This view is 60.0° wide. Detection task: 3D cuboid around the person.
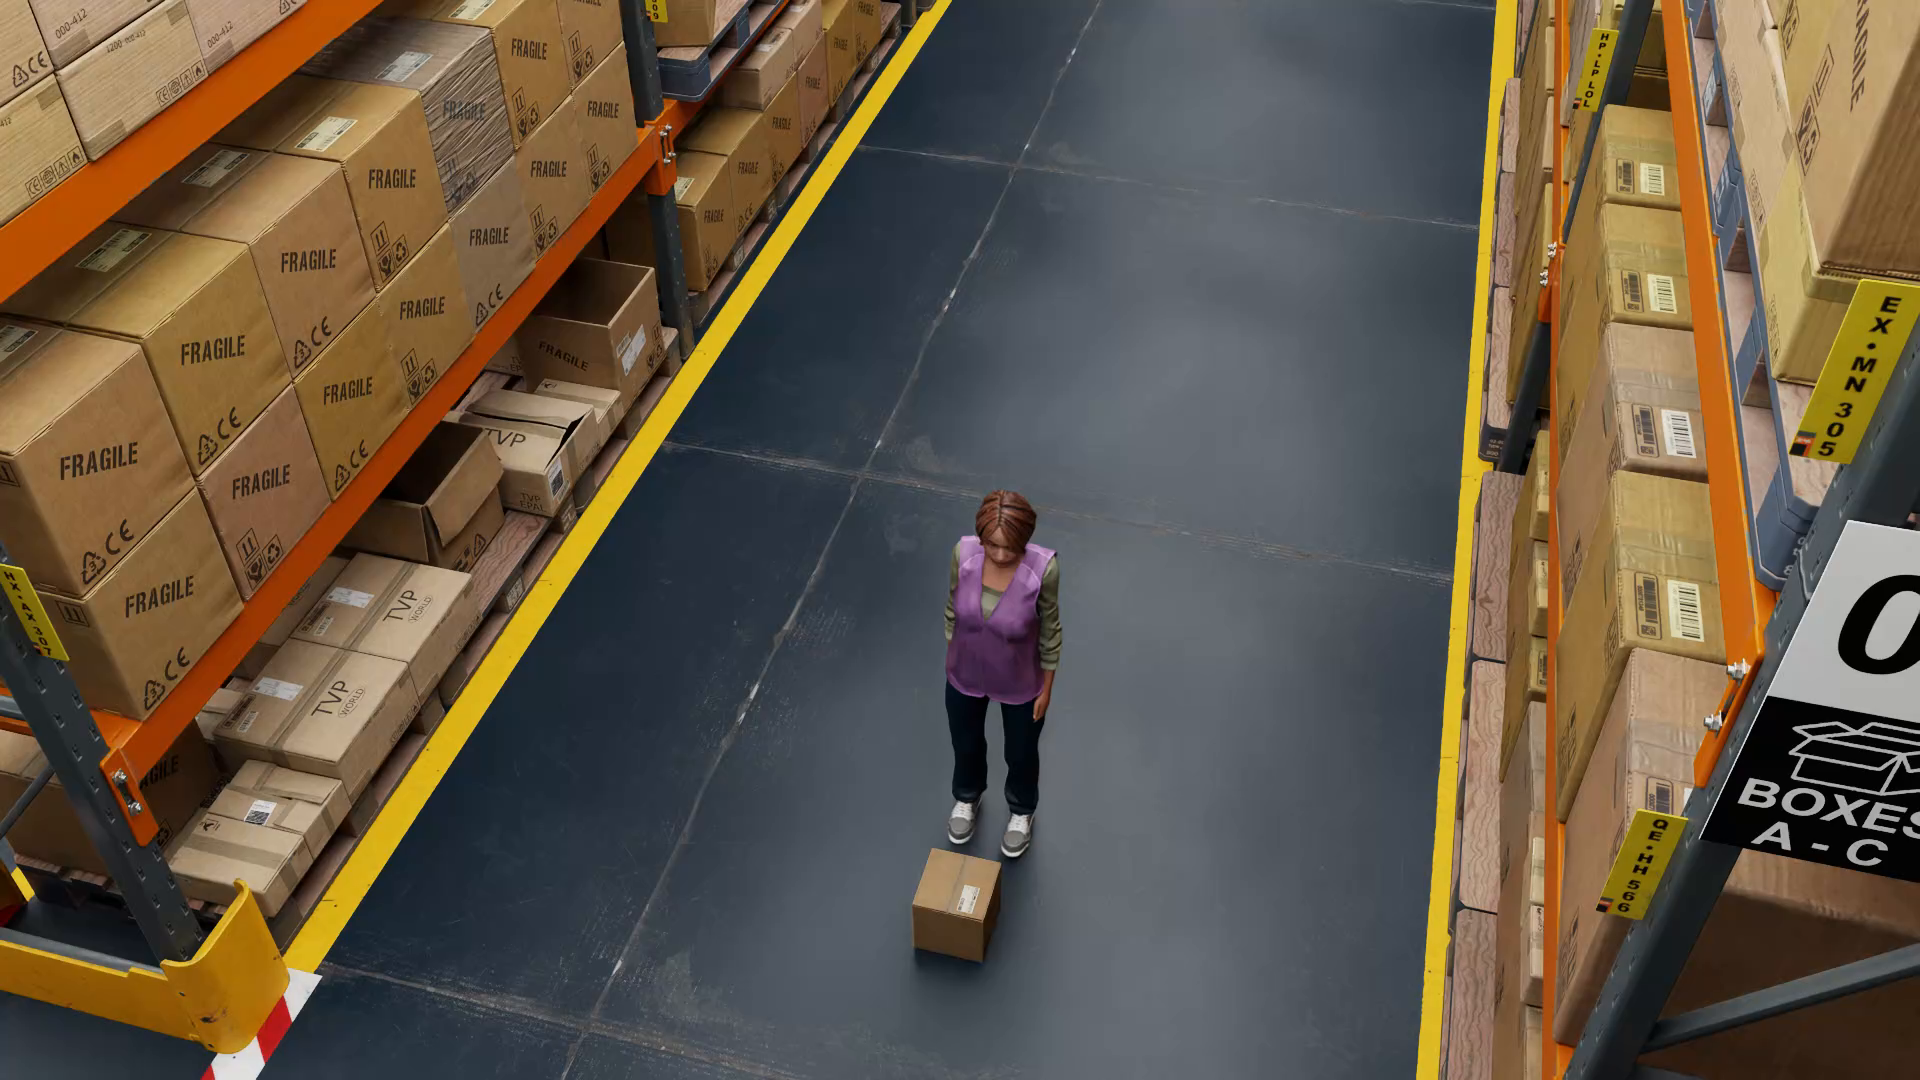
[{"bbox_3d":[0.142,0.466,5.649,0.406,1.597,0.308,11,43,12],"label":"person"}]
